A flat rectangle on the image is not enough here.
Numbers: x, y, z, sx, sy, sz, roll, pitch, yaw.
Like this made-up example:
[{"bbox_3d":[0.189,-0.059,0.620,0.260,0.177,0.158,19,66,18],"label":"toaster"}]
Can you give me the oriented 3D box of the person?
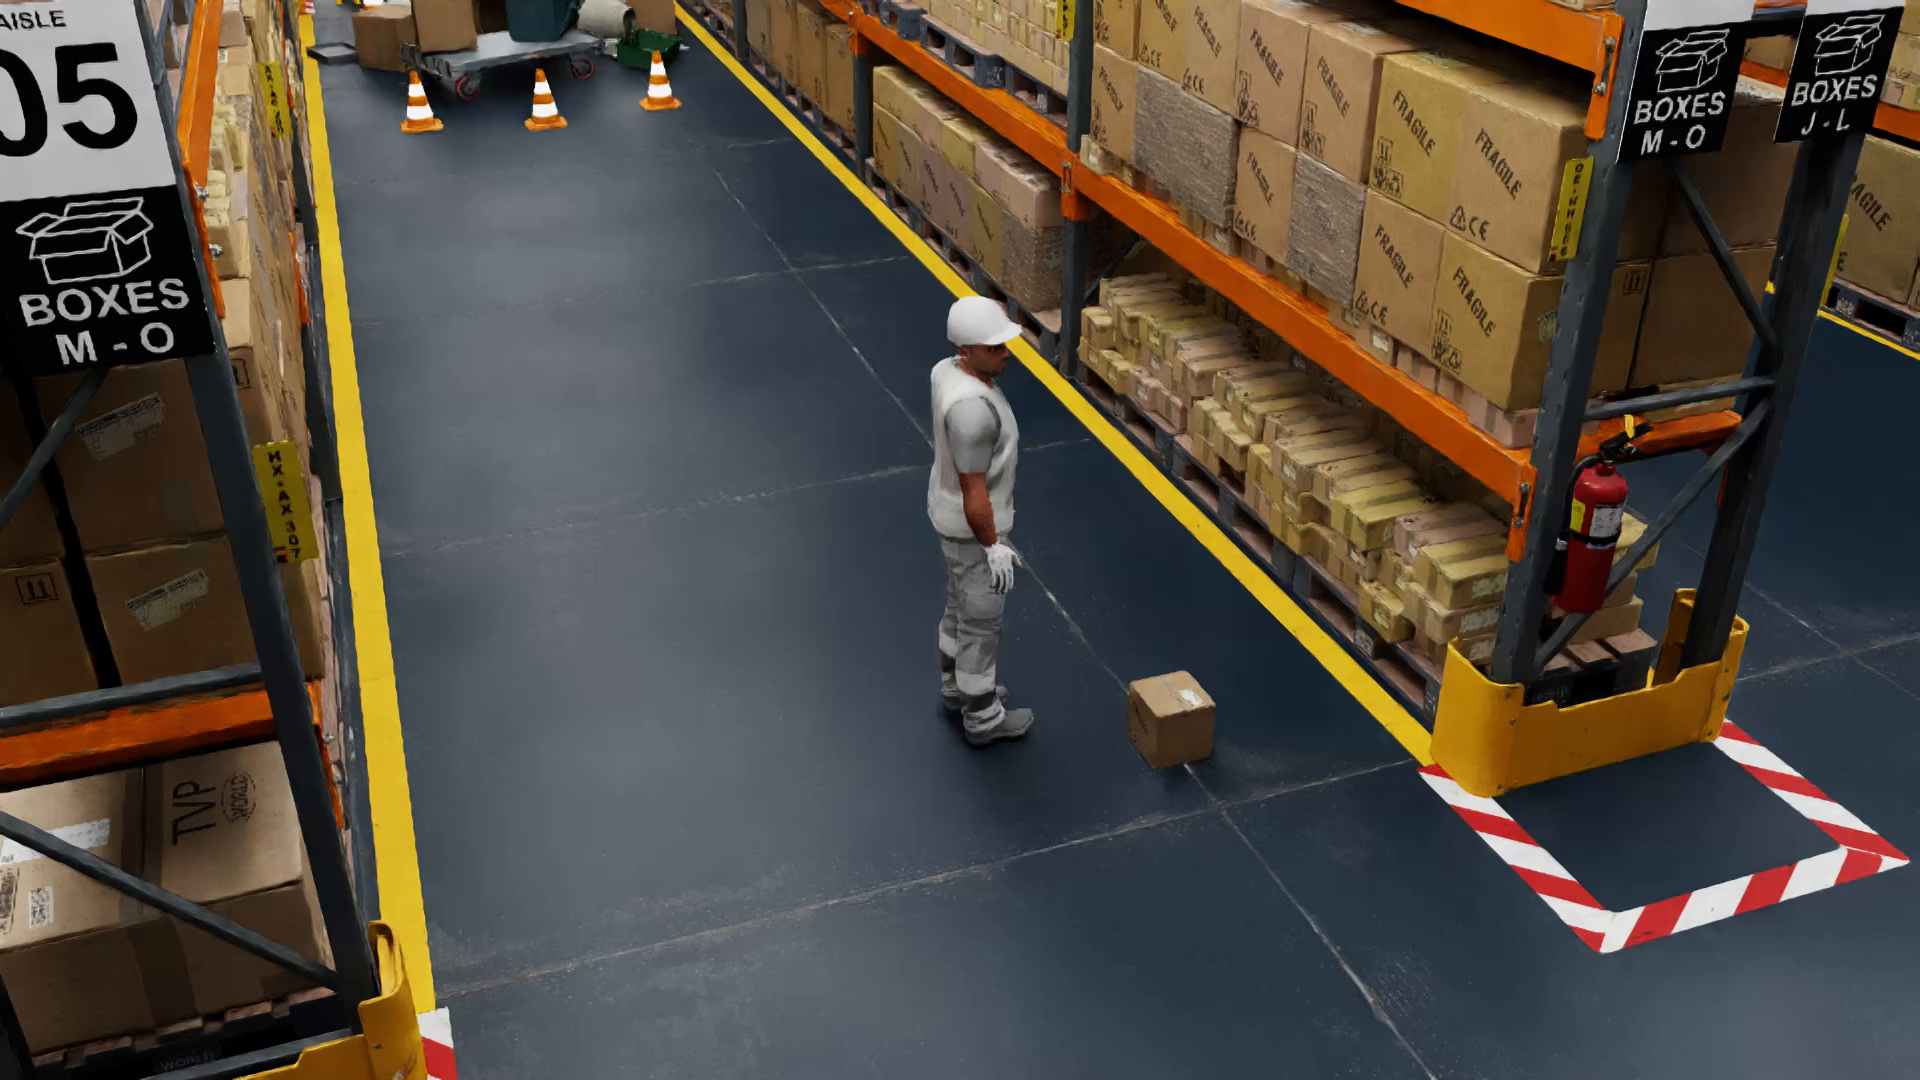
[{"bbox_3d":[0.089,-0.046,6.165,0.408,1.825,0.599,-3,30,-5],"label":"person"}]
